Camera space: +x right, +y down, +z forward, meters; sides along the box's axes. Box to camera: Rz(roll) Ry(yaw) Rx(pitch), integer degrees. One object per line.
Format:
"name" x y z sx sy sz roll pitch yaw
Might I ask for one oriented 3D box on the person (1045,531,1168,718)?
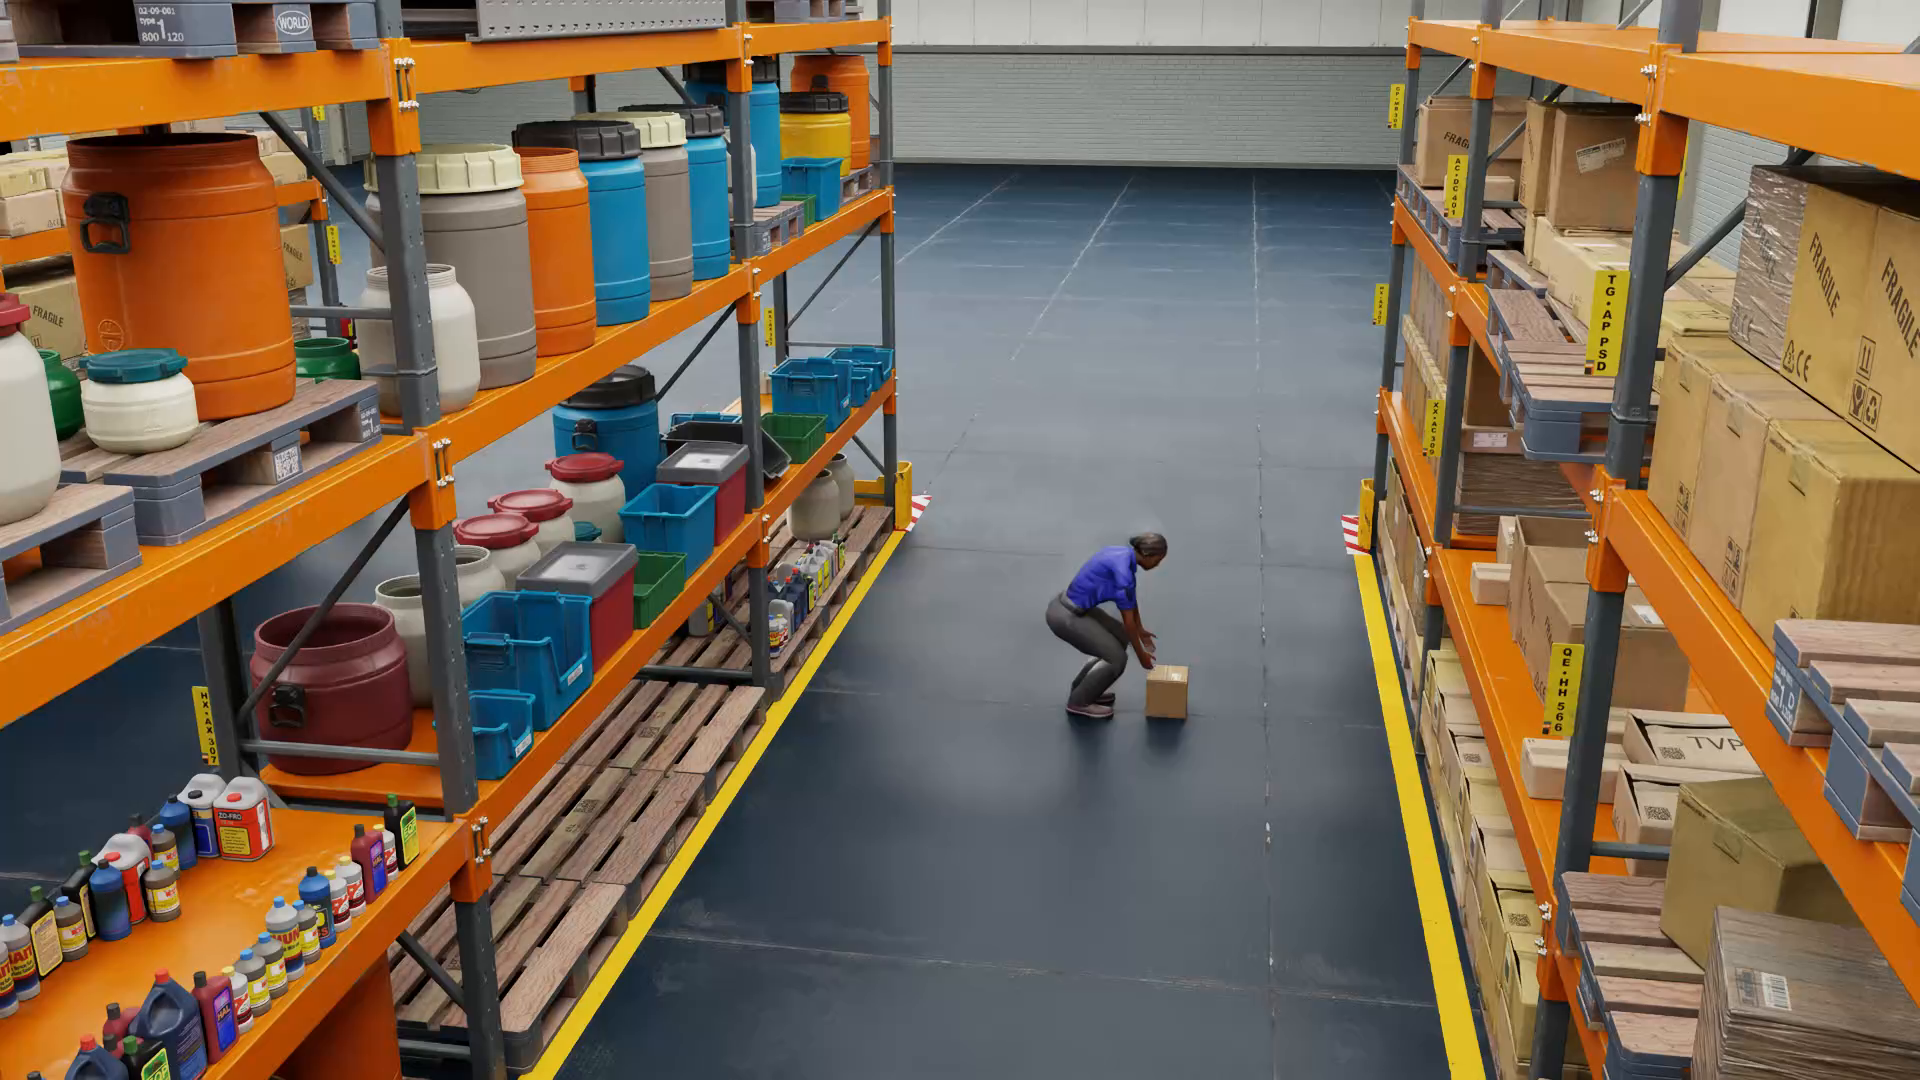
"person" 0.906 0.497 10.353 0.731 1.158 0.501 3 18 9
